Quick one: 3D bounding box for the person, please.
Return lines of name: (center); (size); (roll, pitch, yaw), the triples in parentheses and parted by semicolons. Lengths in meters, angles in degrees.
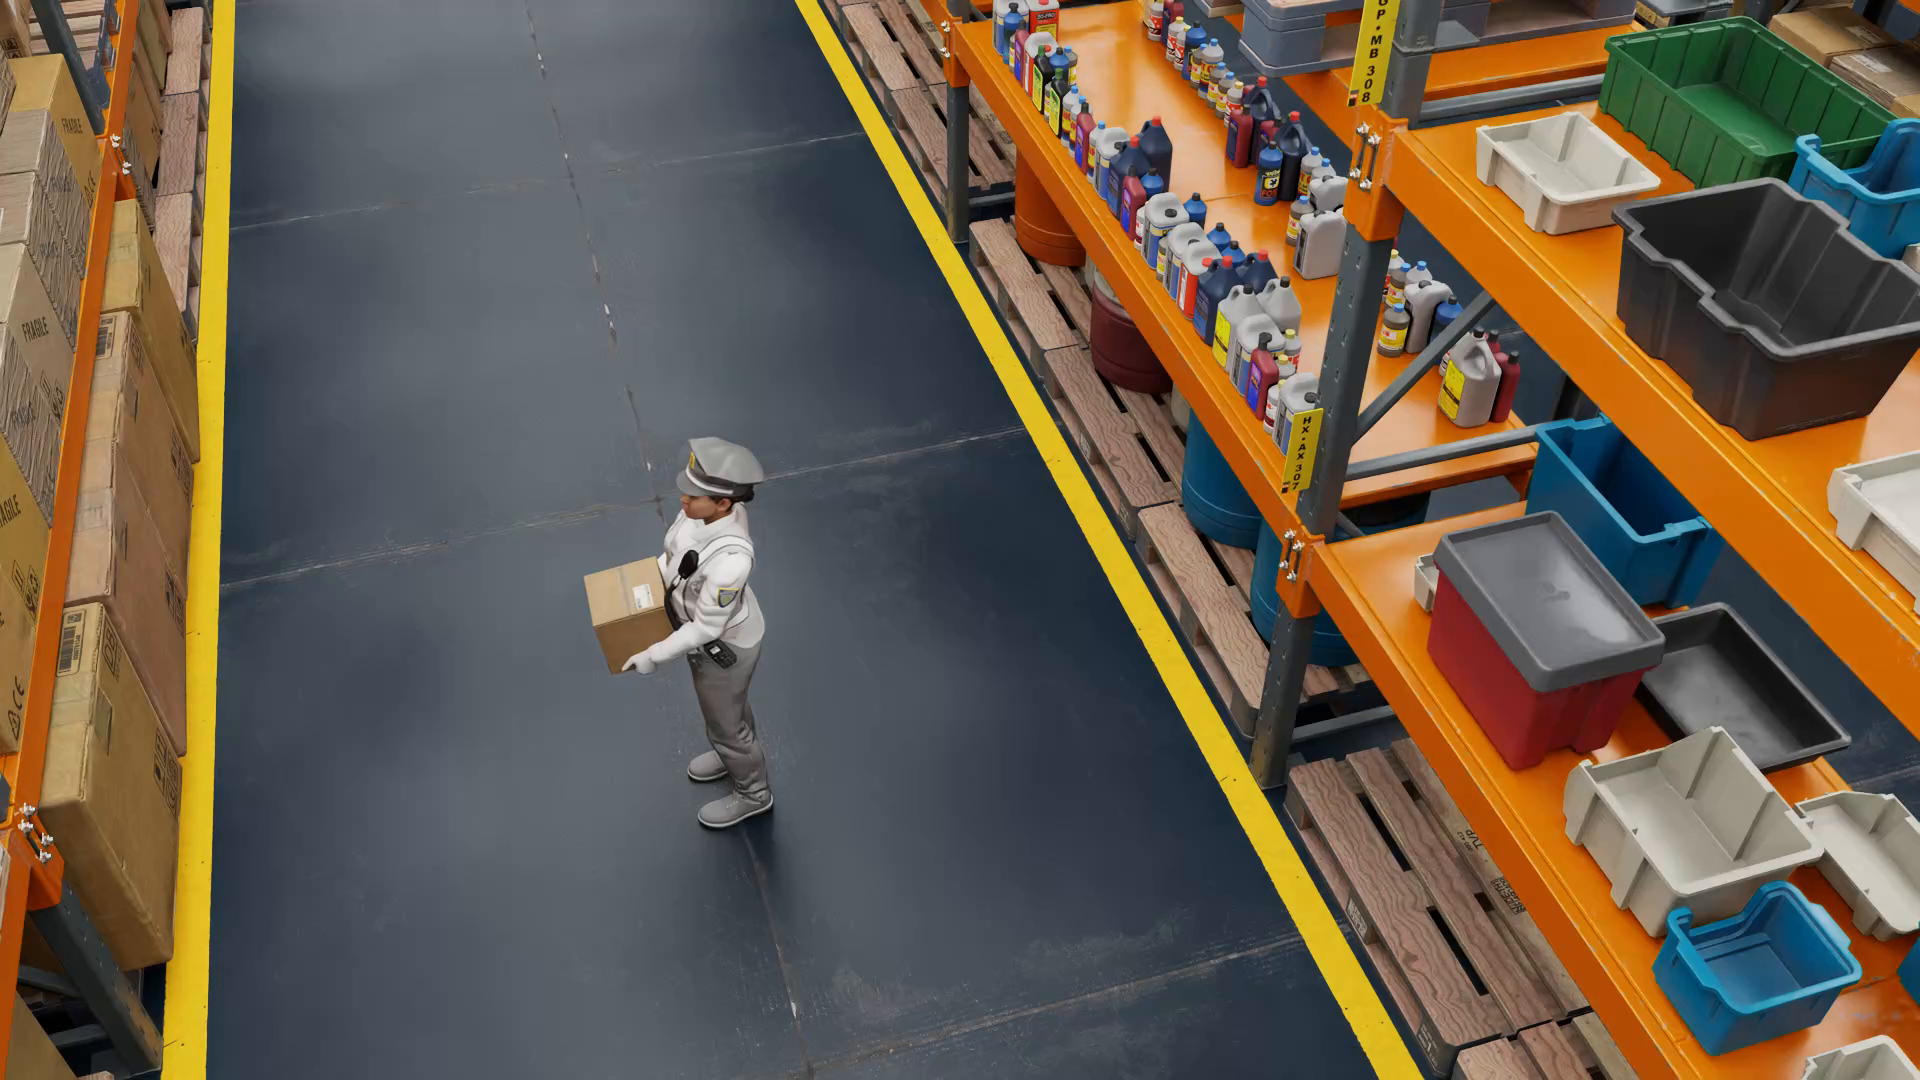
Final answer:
person: (-0.906, 0.341, 5.770); (0.556, 1.686, 0.459); (-11, 44, -12)
